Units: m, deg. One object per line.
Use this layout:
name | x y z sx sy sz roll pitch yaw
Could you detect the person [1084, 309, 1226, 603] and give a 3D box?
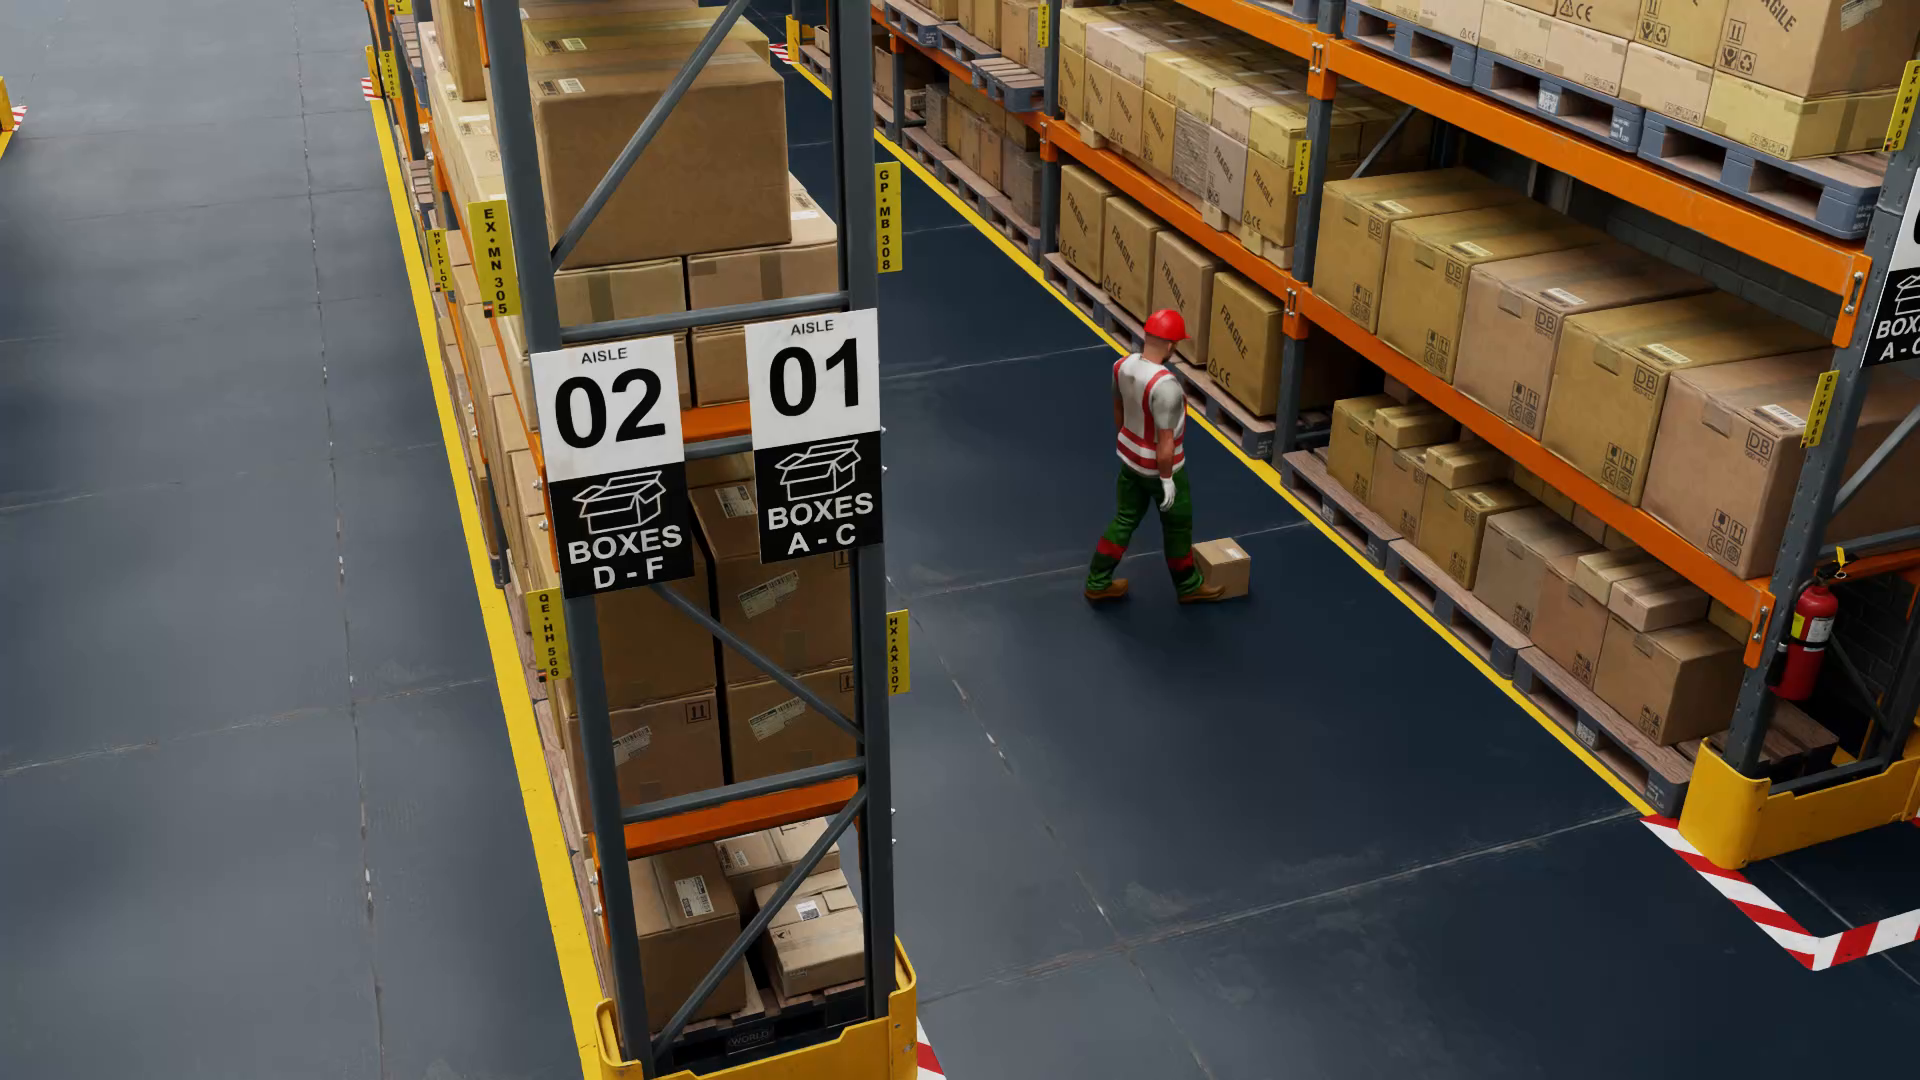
person | 1.102 -0.444 9.097 0.779 1.766 0.596 -15 33 -24
